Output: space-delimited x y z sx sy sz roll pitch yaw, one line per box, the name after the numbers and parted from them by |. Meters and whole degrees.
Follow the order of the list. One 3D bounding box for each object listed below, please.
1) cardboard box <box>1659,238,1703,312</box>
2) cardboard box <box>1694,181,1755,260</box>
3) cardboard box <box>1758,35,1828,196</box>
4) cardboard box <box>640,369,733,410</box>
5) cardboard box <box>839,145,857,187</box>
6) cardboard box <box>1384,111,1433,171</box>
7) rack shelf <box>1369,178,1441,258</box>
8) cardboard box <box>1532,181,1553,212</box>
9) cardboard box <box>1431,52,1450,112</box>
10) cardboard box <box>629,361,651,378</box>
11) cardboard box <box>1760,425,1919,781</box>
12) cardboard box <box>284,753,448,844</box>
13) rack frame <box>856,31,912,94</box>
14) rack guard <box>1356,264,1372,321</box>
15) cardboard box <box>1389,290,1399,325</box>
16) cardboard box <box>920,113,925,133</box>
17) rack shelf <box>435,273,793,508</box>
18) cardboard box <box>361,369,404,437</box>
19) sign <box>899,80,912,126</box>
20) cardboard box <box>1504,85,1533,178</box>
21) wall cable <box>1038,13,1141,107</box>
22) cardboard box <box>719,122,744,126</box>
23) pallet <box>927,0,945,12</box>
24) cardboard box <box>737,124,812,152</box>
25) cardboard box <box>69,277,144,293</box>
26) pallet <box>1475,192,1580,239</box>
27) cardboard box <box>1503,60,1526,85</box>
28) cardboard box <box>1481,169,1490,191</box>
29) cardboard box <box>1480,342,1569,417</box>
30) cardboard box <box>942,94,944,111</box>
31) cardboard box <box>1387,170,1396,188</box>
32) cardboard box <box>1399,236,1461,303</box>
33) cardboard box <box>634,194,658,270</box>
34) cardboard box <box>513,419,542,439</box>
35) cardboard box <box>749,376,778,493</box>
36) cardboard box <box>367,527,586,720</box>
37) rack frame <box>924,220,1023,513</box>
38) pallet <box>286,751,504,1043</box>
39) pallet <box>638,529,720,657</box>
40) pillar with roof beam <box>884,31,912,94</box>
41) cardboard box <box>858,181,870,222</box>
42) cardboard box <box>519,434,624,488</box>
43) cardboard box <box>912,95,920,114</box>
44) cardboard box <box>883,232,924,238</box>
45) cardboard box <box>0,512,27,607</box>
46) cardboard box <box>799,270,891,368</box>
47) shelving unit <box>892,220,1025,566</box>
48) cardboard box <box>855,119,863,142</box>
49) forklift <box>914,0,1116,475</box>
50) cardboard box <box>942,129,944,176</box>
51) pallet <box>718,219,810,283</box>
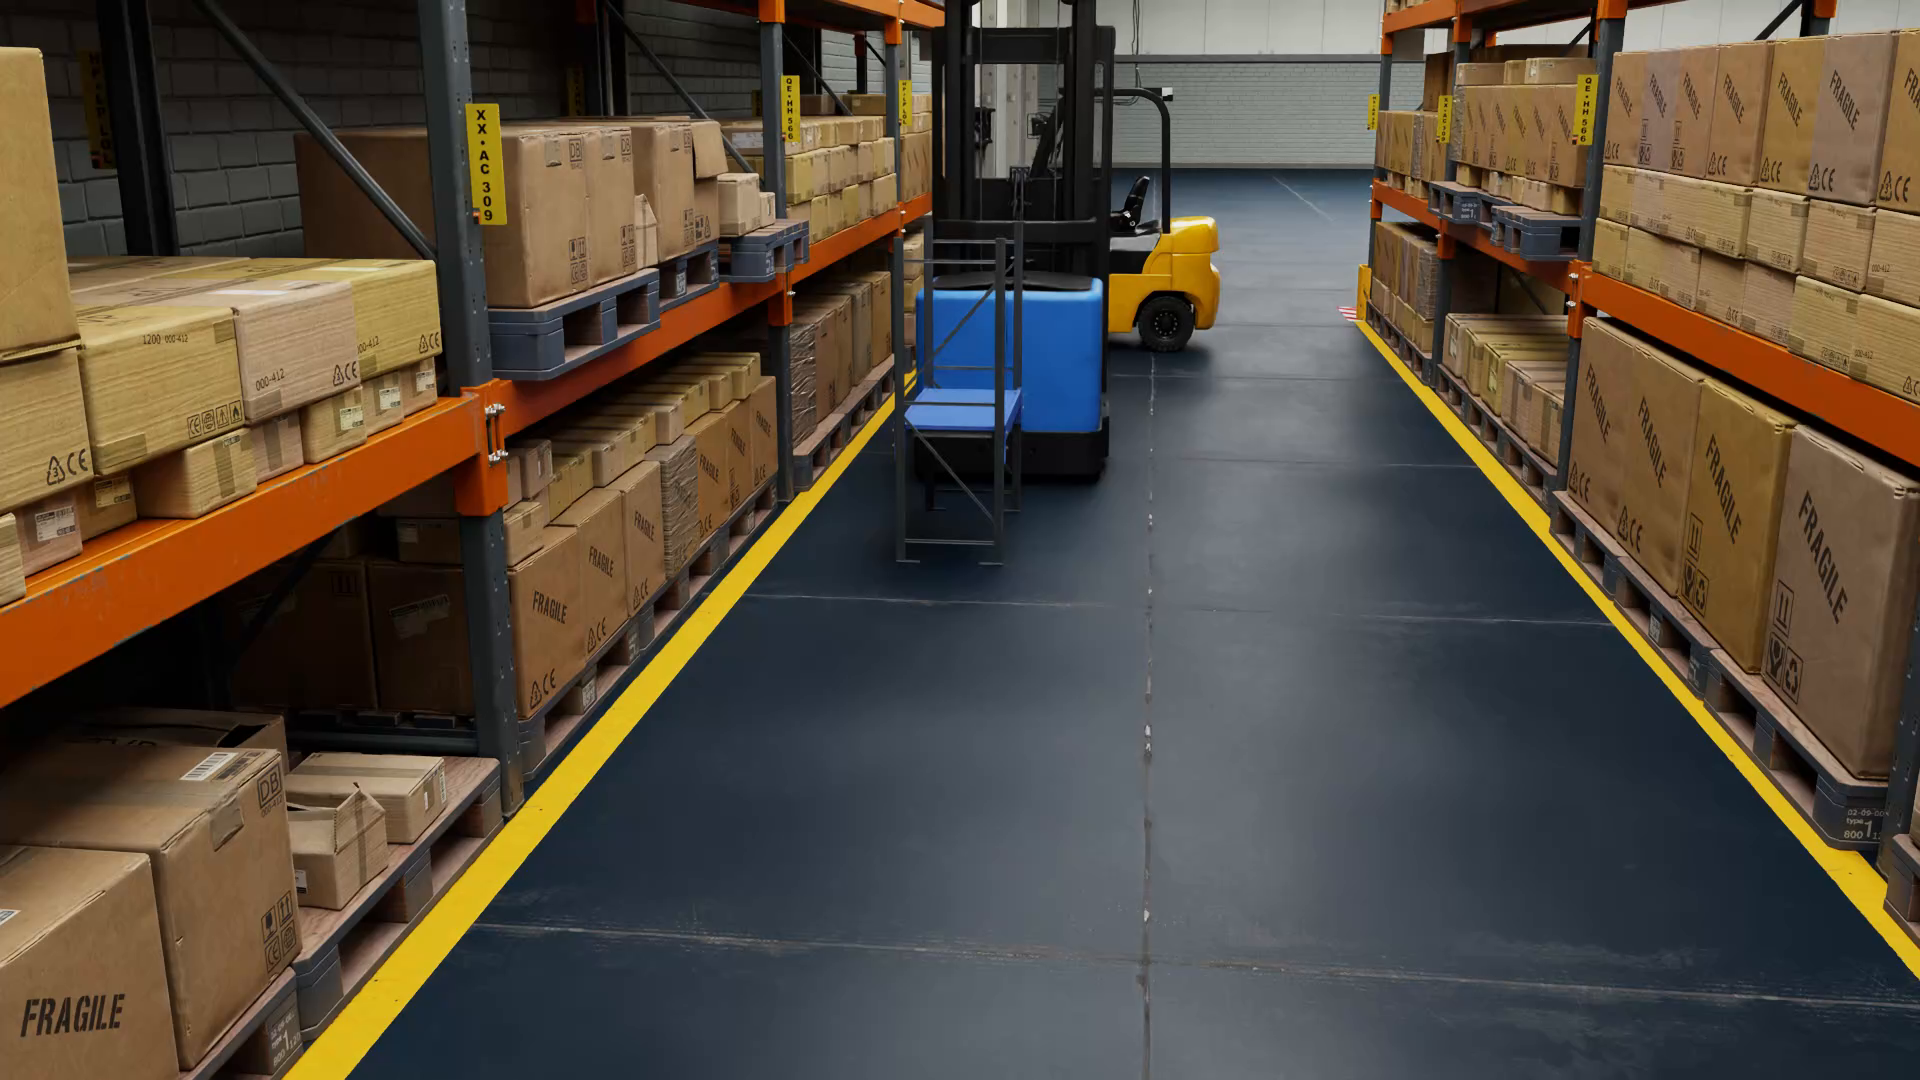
3.124 -1.061 6.627 0.500 0.250 0.500 2 15 8 | cardboard box
3.034 -1.173 6.085 0.500 0.250 0.500 2 15 7 | cardboard box
3.012 -1.405 5.504 0.500 0.500 0.500 2 15 8 | cardboard box
-1.275 -0.703 7.757 0.380 0.149 0.250 1 15 4 | cardboard box
-0.938 -2.343 10.410 0.500 0.250 0.500 2 15 7 | cardboard box
4.053 -3.540 14.747 0.500 0.500 0.500 2 15 8 | cardboard box
4.212 -2.732 13.896 1.077 0.370 4.000 2 15 6 | rack shelf
3.280 -1.834 8.876 0.380 0.149 0.250 2 15 6 | cardboard box
4.532 -4.002 14.539 0.700 0.500 0.500 2 15 7 | cardboard box
-1.766 -0.851 8.304 0.380 0.149 0.250 2 15 9 | cardboard box
3.074 0.174 5.036 0.875 0.875 0.875 2 15 8 | cardboard box
-1.620 0.696 4.498 0.380 0.149 0.250 1 15 5 | cardboard box
-0.495 -3.743 16.257 1.000 3.000 0.127 2 15 6 | rack frame
4.429 -2.371 15.974 1.175 0.500 0.348 2 15 6 | rack guard
3.957 -1.998 14.267 0.500 0.250 0.500 3 15 10 | cardboard box
-0.487 -3.407 13.582 0.380 0.149 0.250 2 15 6 | cardboard box
-1.623 -0.802 6.760 1.077 0.370 4.000 2 15 6 | rack shelf
-1.642 -0.351 4.195 0.380 0.149 0.250 2 15 8 | cardboard box
-0.406 -3.213 12.230 0.100 0.325 0.005 2 15 6 | sign
3.413 -2.309 9.388 0.500 0.500 0.500 1 15 2 | cardboard box
3.562 -13.492 46.767 3.097 2.526 0.112 2 15 6 | wall cable
-1.489 -2.387 9.810 0.380 0.149 0.250 2 15 6 | cardboard box
-0.601 -4.966 15.202 1.003 0.211 1.213 2 15 6 | pallet
-1.037 -2.240 9.265 0.380 0.149 0.250 2 15 8 | cardboard box
-2.223 -0.451 3.801 0.500 0.250 0.500 2 15 6 | cardboard box
3.717 -1.945 9.975 1.003 0.211 1.213 2 15 6 | pallet
3.561 -2.872 10.226 0.380 0.149 0.250 3 15 9 | cardboard box
3.546 -2.302 10.605 0.380 0.149 0.250 2 15 7 | cardboard box
3.775 -0.991 10.311 0.950 0.372 0.625 2 15 8 | cardboard box
-0.347 -3.882 14.768 0.380 0.149 0.250 2 15 8 | cardboard box
3.994 -3.198 14.722 0.380 0.149 0.250 2 15 7 | cardboard box
3.898 -2.223 13.664 0.500 0.500 0.500 3 15 9 | cardboard box
-1.311 -1.117 6.001 0.396 0.266 0.258 2 15 9 | cardboard box
-1.932 -0.445 6.804 0.380 0.149 0.250 1 15 4 | cardboard box
-1.232 -0.548 8.426 0.500 0.500 0.500 2 15 8 | cardboard box
-1.571 0.255 5.458 0.500 0.500 0.500 2 15 9 | cardboard box
0.067 -0.878 8.536 0.500 1.500 0.032 2 15 6 | rack frame
-1.928 0.894 4.453 1.003 0.211 1.213 2 15 6 | pallet
-1.660 0.186 7.069 1.003 0.211 1.213 2 15 6 | pallet
3.485 -7.914 20.191 9.100 9.000 0.400 2 15 6 | pillar with roof beam
-0.881 -2.236 10.973 0.500 0.250 0.500 2 15 7 | cardboard box
-1.490 -0.301 6.271 0.380 0.149 0.250 2 15 6 | cardboard box
-0.525 -3.485 13.300 0.380 0.149 0.250 2 15 8 | cardboard box
-0.468 -2.441 13.992 0.500 0.250 0.500 2 15 8 | cardboard box
-1.787 0.049 2.714 0.380 0.149 0.250 2 15 8 | cardboard box
-0.994 -1.626 12.174 0.875 0.625 0.625 2 15 9 | cardboard box
0.010 -0.746 8.048 0.538 1.500 1.048 2 15 6 | shelving unit
-0.845 -2.704 10.981 0.380 0.149 0.250 1 15 5 | cardboard box
0.398 -2.109 10.347 1.130 2.935 3.031 1 15 5 | forklift
-0.415 -3.389 14.755 0.500 0.500 0.500 1 15 5 | cardboard box
-1.404 -1.397 7.951 1.213 0.211 1.003 2 15 6 | pallet
